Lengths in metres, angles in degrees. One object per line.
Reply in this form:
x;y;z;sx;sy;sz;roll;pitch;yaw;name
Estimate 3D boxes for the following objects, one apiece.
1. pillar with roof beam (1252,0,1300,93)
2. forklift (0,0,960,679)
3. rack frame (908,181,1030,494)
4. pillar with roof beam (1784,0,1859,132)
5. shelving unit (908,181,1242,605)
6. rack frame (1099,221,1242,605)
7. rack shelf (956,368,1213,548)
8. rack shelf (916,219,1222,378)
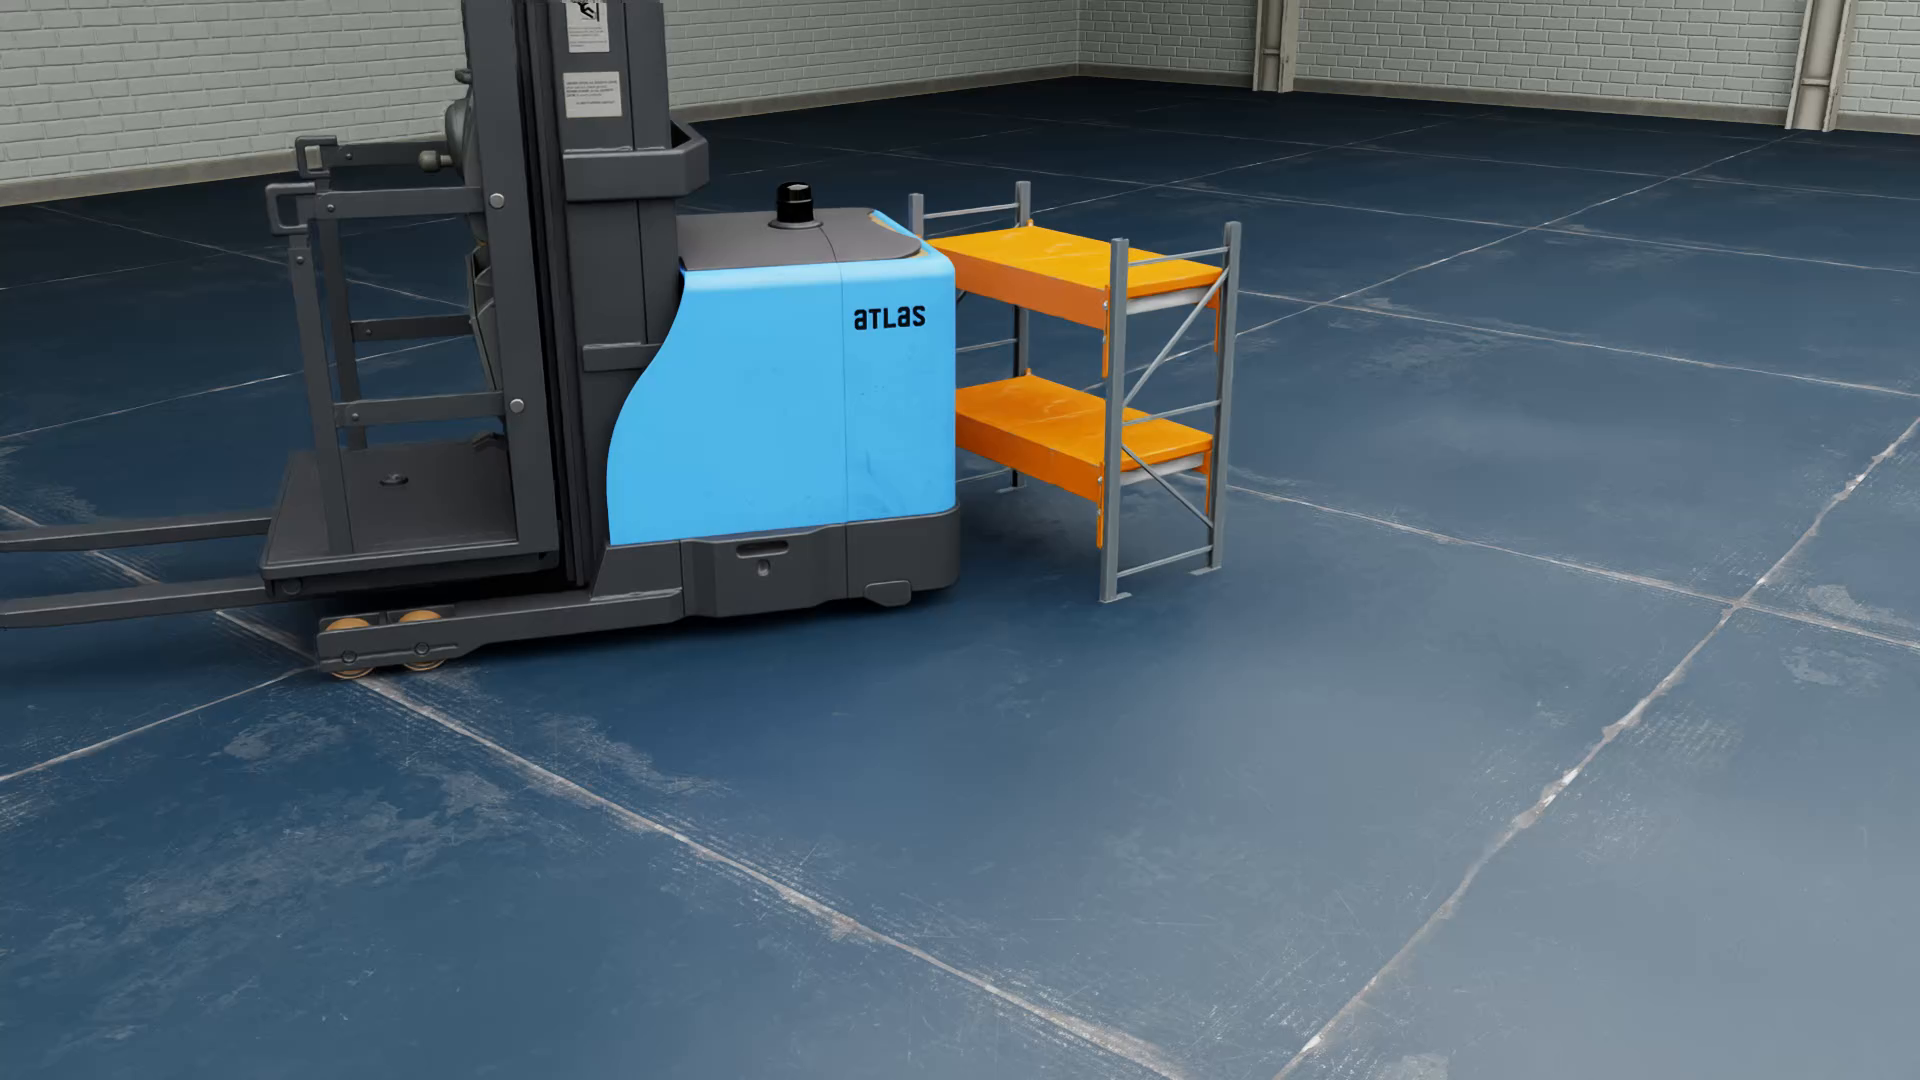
1.047;-8.446;15.311;0.400;9.000;9.100;16;26;36;pillar with roof beam
-1.575;-1.191;4.673;3.031;2.935;1.130;-6;21;-15;forklift
0.036;-0.672;5.855;0.500;1.125;0.032;-15;25;-34;rack frame
5.695;-7.107;11.761;0.400;9.000;9.100;16;26;36;pillar with roof beam
0.339;-0.528;5.473;0.538;1.125;1.048;-15;25;-34;shelving unit
0.642;-0.384;5.091;0.500;1.125;0.032;-15;25;-34;rack frame
0.339;-0.299;5.559;0.538;0.278;1.000;-15;25;-34;rack shelf
0.339;-0.801;5.370;0.538;0.278;1.000;-15;25;-34;rack shelf
